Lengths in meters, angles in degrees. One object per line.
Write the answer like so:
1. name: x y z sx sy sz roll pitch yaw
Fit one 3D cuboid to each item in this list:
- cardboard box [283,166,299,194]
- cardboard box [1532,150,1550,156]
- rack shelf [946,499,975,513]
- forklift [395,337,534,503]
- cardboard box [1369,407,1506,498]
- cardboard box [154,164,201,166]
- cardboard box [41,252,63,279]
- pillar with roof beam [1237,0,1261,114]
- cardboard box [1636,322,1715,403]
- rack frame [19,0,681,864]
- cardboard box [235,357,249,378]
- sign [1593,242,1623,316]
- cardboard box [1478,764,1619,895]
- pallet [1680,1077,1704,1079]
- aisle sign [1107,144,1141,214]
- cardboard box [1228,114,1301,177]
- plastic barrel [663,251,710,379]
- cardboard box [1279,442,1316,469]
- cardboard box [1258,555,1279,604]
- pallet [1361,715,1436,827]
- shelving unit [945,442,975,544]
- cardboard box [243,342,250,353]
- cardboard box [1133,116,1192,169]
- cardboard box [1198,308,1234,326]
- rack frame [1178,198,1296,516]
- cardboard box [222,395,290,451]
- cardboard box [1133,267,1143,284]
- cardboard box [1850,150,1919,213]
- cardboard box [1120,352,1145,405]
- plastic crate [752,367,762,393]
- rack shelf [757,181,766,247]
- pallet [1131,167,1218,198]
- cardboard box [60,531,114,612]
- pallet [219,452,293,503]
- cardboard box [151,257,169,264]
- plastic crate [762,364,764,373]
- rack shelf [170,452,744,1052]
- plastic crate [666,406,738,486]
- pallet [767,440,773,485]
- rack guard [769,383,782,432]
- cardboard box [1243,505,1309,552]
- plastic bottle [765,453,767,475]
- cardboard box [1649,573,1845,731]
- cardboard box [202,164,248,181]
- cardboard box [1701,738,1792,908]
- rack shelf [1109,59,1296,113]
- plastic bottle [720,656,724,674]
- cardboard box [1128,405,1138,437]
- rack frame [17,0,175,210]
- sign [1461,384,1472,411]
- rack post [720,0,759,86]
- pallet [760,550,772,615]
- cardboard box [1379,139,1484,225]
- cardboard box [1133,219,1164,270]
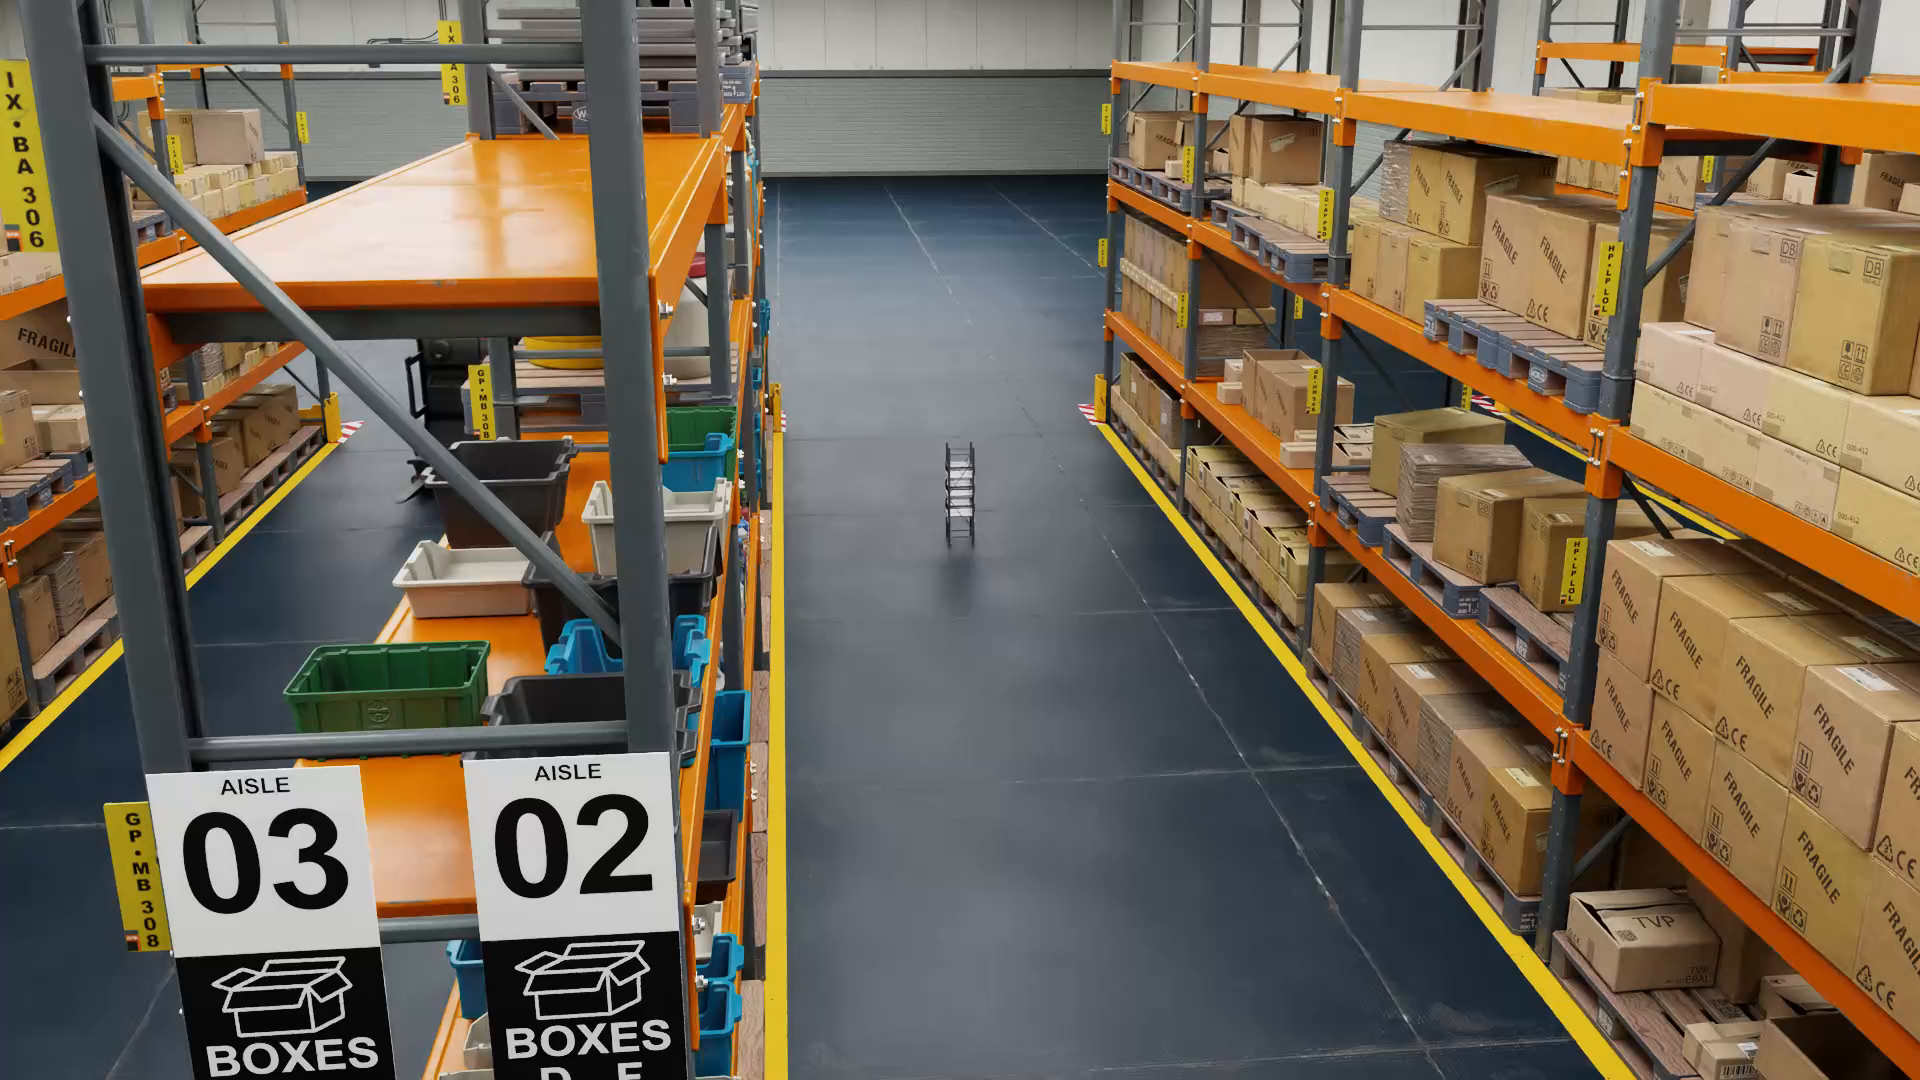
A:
1. cardboard box: -7.344 -3.811 17.625 0.500 0.250 0.500 -1 17 -4
2. cardboard box: 6.920 -4.428 19.137 0.500 0.500 0.500 -1 17 -4
3. rack shelf: 0.001 -0.309 15.144 0.258 0.077 0.200 -2 18 -6
4. forklift: -4.980 -1.992 16.702 1.130 2.935 3.031 0 17 0
5. cardboard box: 3.210 -0.573 11.199 0.700 0.500 0.500 -8 19 -24
6. cardboard box: -7.747 -3.660 16.476 0.380 0.149 0.250 -3 18 -8
7. cardboard box: -6.732 -2.017 11.910 0.500 0.250 0.500 -1 17 -4
8. pillar with roof beam: 1.929 -10.957 35.127 9.100 9.000 0.400 -2 18 -6
9. cardboard box: 3.248 -0.763 7.080 0.500 0.250 0.500 -2 18 -6
10. rack frame: -1.069 -0.836 2.889 1.000 3.000 0.127 -2 18 -6
11. cardboard box: -7.043 -1.648 15.910 0.380 0.149 0.250 -2 18 -6
12. sign: 2.894 -1.165 7.424 0.100 0.325 0.005 -2 18 -6
13. cardboard box: 3.109 1.527 8.816 0.500 0.500 0.500 -2 18 -6
14. pallet: 3.644 2.582 6.673 1.003 0.211 1.213 -2 18 -6
15. aisle sign: 1.896 -4.143 19.098 0.394 0.787 0.004 -2 18 -6
16. cardboard box: 2.645 -3.433 14.468 0.500 0.500 0.500 -2 17 -5
17. plastic barrel: -1.287 -1.026 7.575 0.433 0.535 0.433 0 17 0
18. cardboard box: 2.665 -0.649 12.727 0.380 0.149 0.250 -2 18 -6
19. cardboard box: 2.679 0.300 13.176 0.500 0.250 0.500 -2 18 -6
20. pallet: 3.195 1.408 10.414 1.003 0.211 1.213 -2 18 -6
21. shelving unit: 0.001 -0.427 15.108 0.258 0.900 0.210 -2 18 -6
22. cardboard box: -7.387 -2.017 16.004 0.875 0.500 0.500 -2 18 -6
23. cardboard box: 2.107 -4.135 17.304 0.500 0.500 0.500 -2 18 -6
24. cardboard box: 2.379 -2.132 15.784 0.380 0.149 0.250 -2 18 -6
25. rack frame: 2.620 -1.701 15.659 1.000 3.000 0.127 -2 18 -6
26. cardboard box: -7.503 -1.232 17.637 0.500 0.500 0.500 3 18 9
27. cardboard box: 2.112 -2.898 18.223 0.380 0.149 0.250 -2 18 -6
28. cardboard box: 7.651 -3.001 13.926 0.500 0.500 0.500 -2 18 -8
29. cardboard box: 2.095 -1.823 18.687 0.500 0.500 0.500 -2 18 -6
30. plastic crate: -1.884 -1.222 14.162 0.392 0.384 0.575 -2 18 -6
31. rack shelf: -2.513 -3.233 16.732 1.077 0.370 4.000 -2 18 -6
32. pallet: 2.384 -3.706 17.185 1.003 0.211 1.213 -2 18 -6
33. cardboard box: -7.045 0.246 12.897 0.700 0.500 0.500 0 17 -1
34. pallet: -7.467 -0.629 16.900 1.003 0.211 1.213 -2 18 -6
35. cardboard box: -7.607 -2.337 15.353 0.500 0.500 0.500 -2 18 -6
36. plastic crate: -2.235 -1.679 15.694 0.767 0.338 0.504 -2 18 -6
37. rack shelf: -1.276 0.343 5.344 1.077 0.370 4.000 -2 18 -6
38. plastic crate: -1.138 -0.378 6.794 0.450 0.188 0.662 -2 18 -6
39. pallet: -2.464 -0.784 17.395 1.003 0.211 1.213 -2 18 -6
40. rack guard: -2.665 -1.527 19.278 1.175 0.500 0.348 -2 18 -6
41. cardboard box: 2.624 -0.119 13.573 0.500 0.311 0.500 -2 18 -6
42. plastic bottle: -1.997 -0.804 16.492 0.144 0.351 0.185 -3 18 -8
43. cardboard box: 3.268 0.461 6.938 0.500 0.500 0.500 -2 18 -7
44. cardboard box: -7.198 -3.593 16.265 0.380 0.149 0.250 -3 18 -8
45. cardboard box: 3.332 1.097 6.581 0.500 0.500 0.500 -2 18 -6
46. rack shelf: 2.414 -4.625 16.826 1.077 0.370 4.000 -2 18 -6
47. plastic bottle: -1.149 0.671 8.319 0.097 0.271 0.097 0 17 0
48. cardboard box: 2.148 -1.316 18.325 0.500 0.250 0.500 -2 18 -6
49. rack frame: -7.234 -4.258 13.789 1.000 3.000 0.127 -2 18 -6
50. sign: 3.572 -1.043 11.764 0.100 0.325 0.005 -2 18 -6
51. rack post: -2.018 -3.922 12.387 1.013 1.000 3.121 -2 18 -6
52. pallet: -2.058 0.379 13.691 1.003 0.211 1.213 -2 18 -6
53. cardboard box: 3.072 -2.335 10.835 0.500 0.500 0.500 -2 18 -6
54. cardboard box: 2.308 -3.247 18.253 0.700 0.500 0.500 -2 18 -7
